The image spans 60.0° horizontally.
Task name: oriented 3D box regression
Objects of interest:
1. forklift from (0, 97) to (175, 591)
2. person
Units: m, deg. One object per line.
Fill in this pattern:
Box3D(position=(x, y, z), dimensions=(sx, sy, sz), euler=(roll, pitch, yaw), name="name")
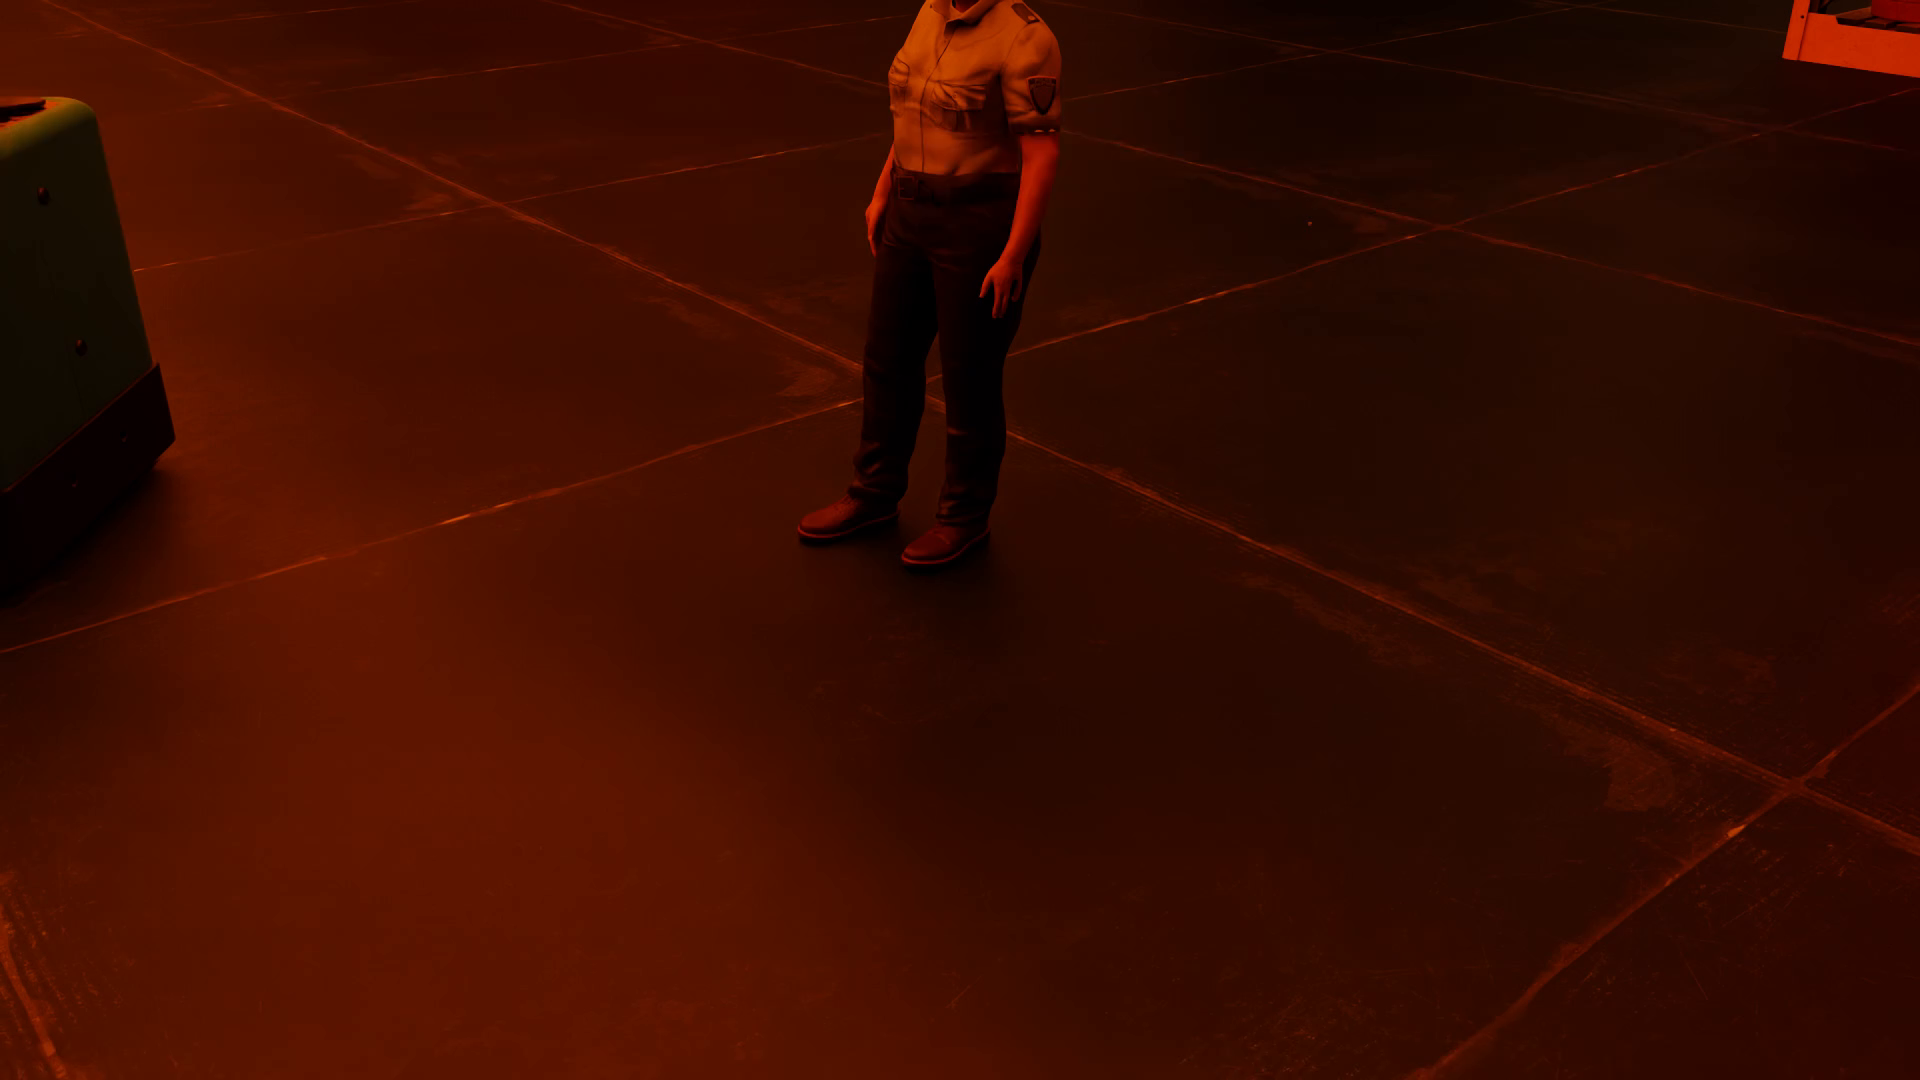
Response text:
Box3D(position=(-3.834, -1.336, 3.897), dimensions=(3.031, 2.935, 1.130), euler=(0, 26, -1), name="forklift")
Box3D(position=(-0.084, -0.727, 4.096), dimensions=(0.502, 1.651, 0.598), euler=(-20, 33, -35), name="person")
